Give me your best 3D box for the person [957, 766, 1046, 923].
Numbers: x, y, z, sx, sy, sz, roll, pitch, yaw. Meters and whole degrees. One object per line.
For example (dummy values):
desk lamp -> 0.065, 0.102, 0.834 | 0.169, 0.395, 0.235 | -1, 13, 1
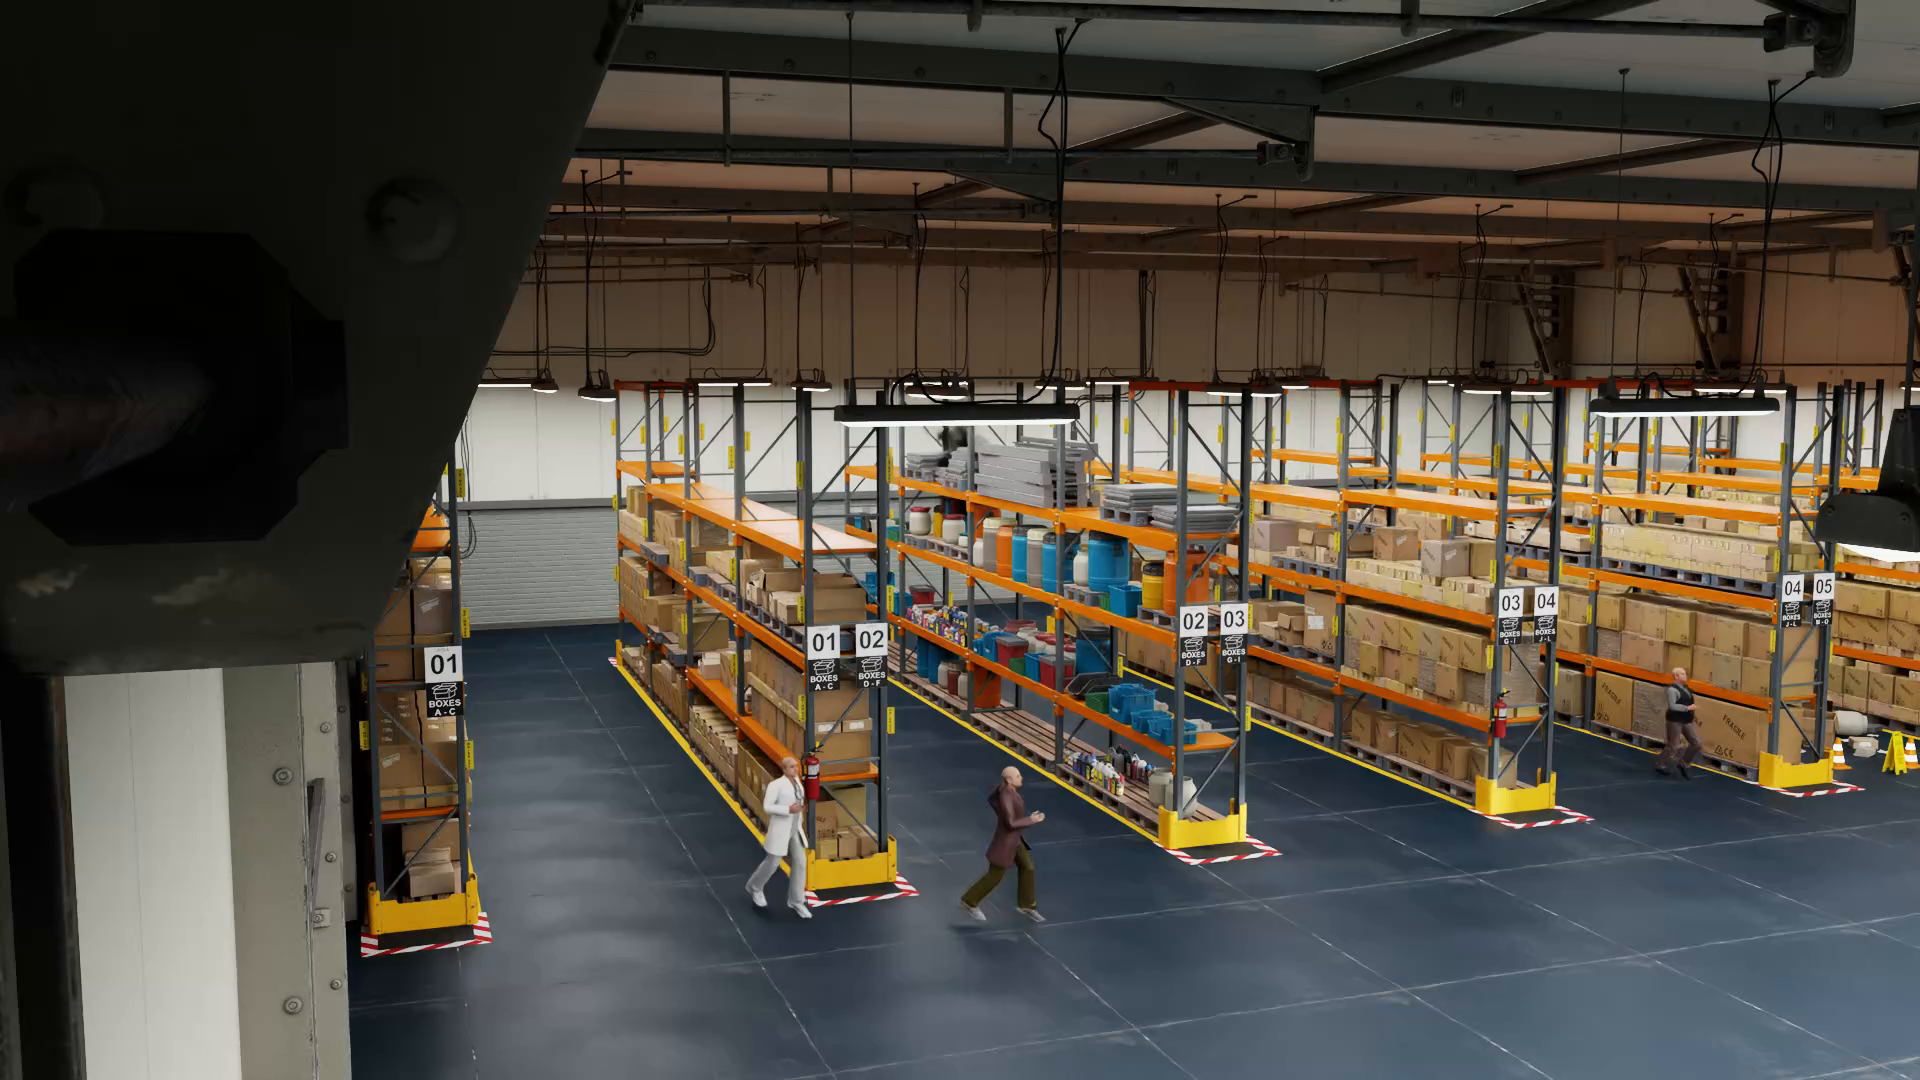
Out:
person -> 0.475, 3.457, 18.859 | 0.996, 1.831, 0.729 | 1, 6, 8

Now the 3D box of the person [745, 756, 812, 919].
person -> -2.040, 3.408, 19.301 | 0.942, 1.819, 0.713 | 5, 8, 39

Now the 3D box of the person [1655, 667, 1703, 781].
person -> 10.976, 2.806, 25.331 | 0.625, 1.747, 0.714 | -4, 7, -32
